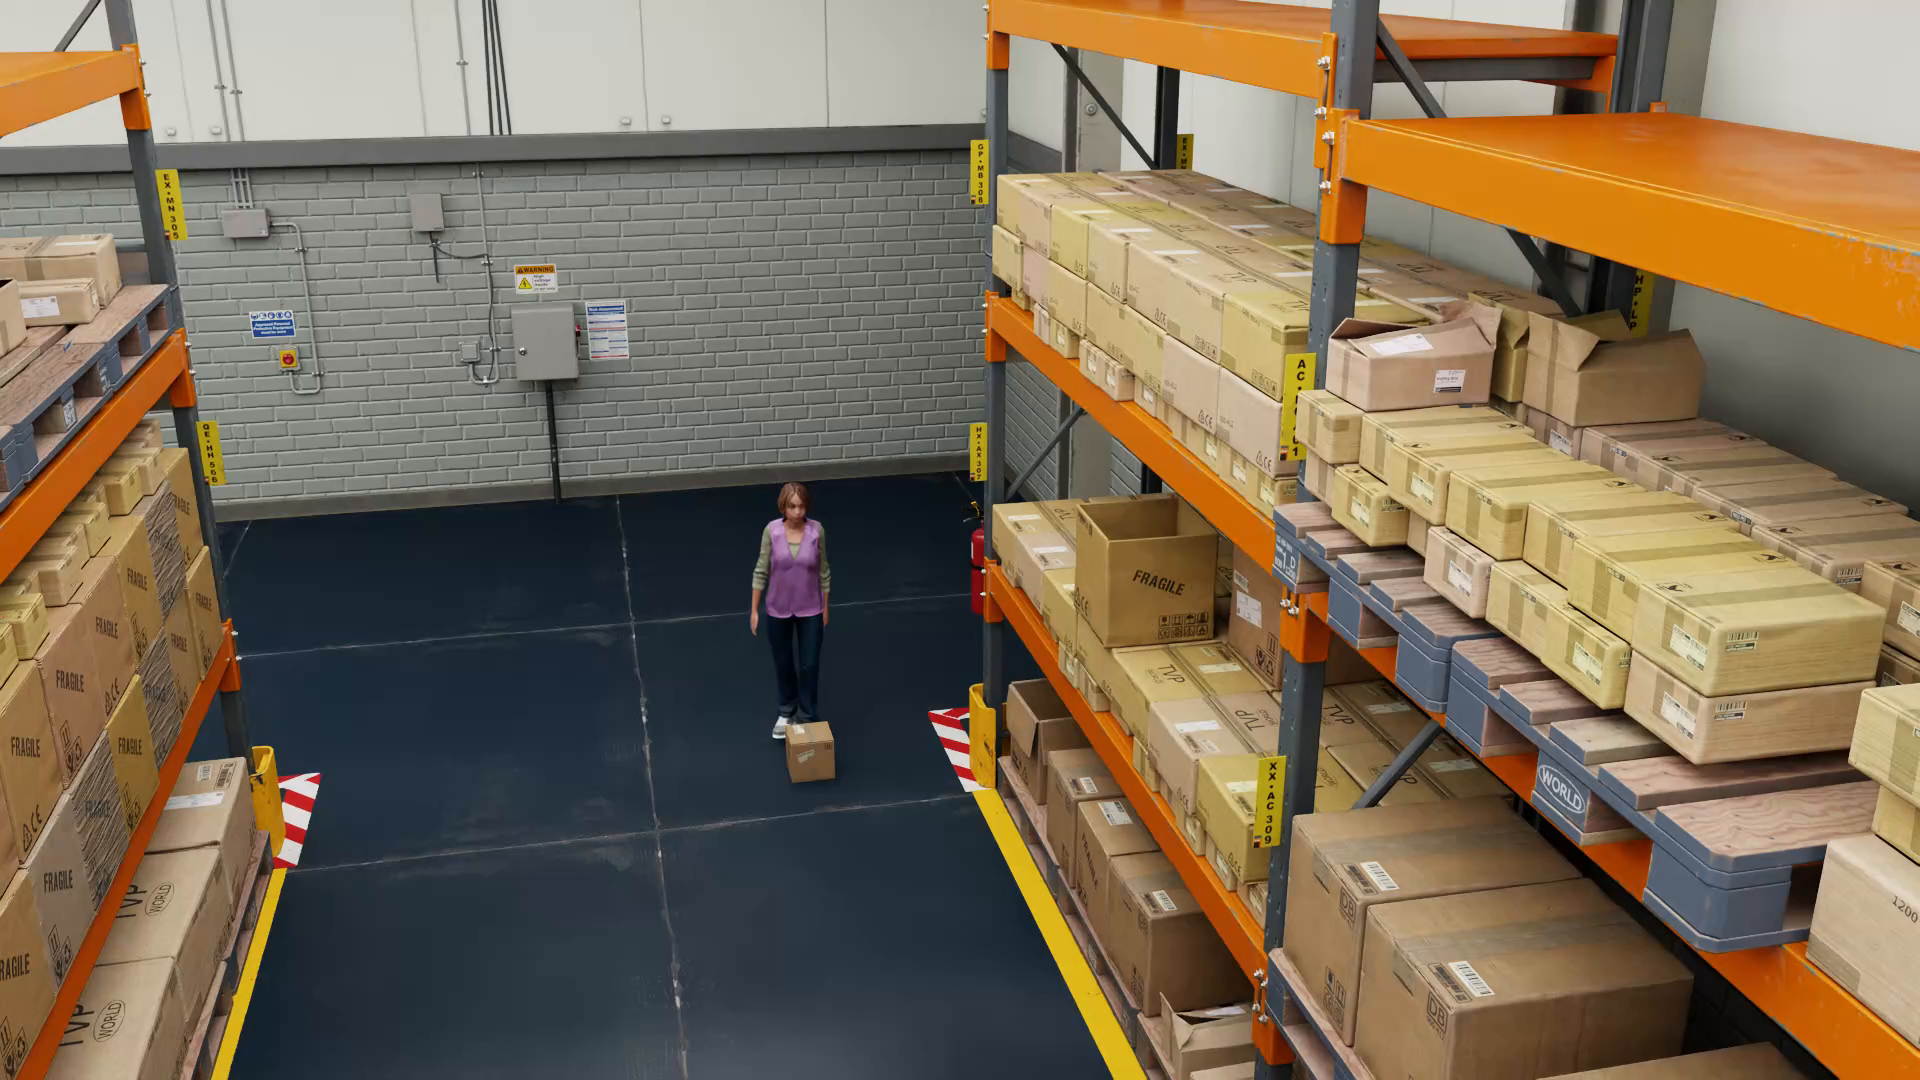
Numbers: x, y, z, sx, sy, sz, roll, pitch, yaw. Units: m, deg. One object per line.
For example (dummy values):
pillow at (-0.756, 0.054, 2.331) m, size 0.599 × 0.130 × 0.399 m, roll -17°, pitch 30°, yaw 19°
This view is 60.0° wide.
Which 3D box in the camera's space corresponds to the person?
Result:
person at (-0.997, 0.448, 9.810) m, size 0.480 × 1.606 × 0.464 m, roll -1°, pitch 20°, yaw -4°
